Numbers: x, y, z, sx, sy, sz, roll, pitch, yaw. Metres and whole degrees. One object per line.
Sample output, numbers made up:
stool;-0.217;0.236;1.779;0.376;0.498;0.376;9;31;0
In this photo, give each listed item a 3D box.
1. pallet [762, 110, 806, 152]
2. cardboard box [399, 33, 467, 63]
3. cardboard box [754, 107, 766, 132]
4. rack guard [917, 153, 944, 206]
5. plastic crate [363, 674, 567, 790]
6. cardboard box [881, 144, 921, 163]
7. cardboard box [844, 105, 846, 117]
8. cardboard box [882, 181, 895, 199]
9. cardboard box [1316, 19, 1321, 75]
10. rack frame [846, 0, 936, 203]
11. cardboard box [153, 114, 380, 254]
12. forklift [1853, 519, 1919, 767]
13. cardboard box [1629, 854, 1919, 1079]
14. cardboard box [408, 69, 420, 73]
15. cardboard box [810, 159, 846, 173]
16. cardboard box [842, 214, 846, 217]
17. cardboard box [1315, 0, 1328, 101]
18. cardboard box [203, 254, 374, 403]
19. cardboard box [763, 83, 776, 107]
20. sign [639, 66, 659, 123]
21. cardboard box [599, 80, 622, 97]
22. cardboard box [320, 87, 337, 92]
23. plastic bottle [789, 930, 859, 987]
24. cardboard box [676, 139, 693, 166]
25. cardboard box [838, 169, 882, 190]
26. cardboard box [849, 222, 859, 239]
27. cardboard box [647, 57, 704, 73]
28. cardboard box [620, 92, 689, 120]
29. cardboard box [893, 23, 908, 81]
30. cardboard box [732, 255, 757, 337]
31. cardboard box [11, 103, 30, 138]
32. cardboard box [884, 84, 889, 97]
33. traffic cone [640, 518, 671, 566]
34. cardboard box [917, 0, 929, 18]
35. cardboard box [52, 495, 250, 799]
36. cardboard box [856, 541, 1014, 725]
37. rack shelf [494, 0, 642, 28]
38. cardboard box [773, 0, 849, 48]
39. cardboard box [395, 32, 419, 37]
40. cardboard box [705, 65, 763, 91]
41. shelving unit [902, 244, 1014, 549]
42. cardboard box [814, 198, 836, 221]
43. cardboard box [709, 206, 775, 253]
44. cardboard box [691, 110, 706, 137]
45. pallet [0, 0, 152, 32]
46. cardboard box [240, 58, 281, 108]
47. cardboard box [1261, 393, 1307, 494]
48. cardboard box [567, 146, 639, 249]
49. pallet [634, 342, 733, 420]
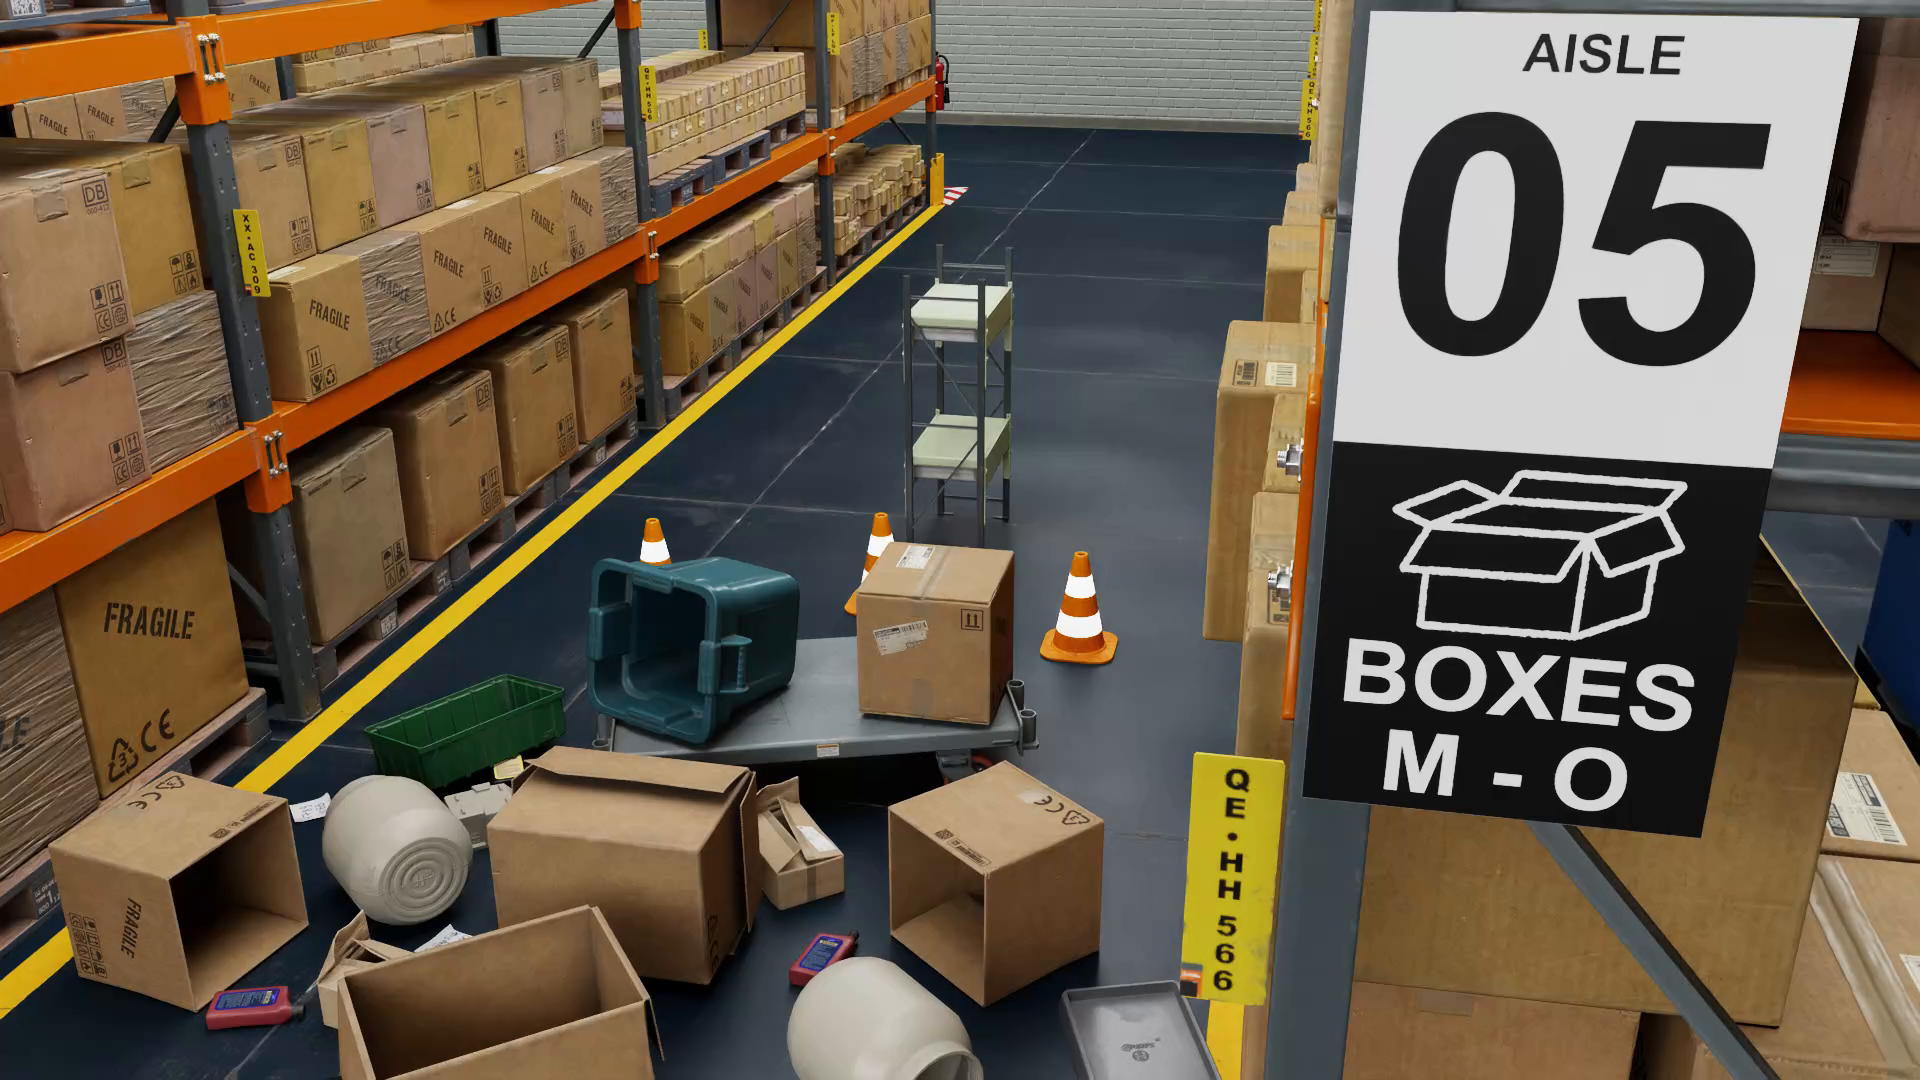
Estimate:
pallet;-1.869;-3.248;13.159;1.003;0.211;1.213;4;22;11
cardboard box;-5.532;-5.168;17.474;0.500;0.250;0.500;4;22;10
cardboard box;-1.665;-3.143;12.417;0.380;0.149;0.250;3;22;9
rack guard;-0.770;-3.881;17.820;1.175;0.500;0.348;4;22;11
plastic crate;-1.956;0.762;6.634;0.450;0.188;0.662;7;21;42
cardboard box;-0.614;-4.003;17.236;0.380;0.149;0.250;5;22;12
cardboard box;-1.209;-3.769;14.533;0.380;0.149;0.250;3;22;9
cardboard box;-0.850;-3.391;16.113;0.380;0.149;0.250;6;23;14
cardboard box;2.925;-3.636;12.394;0.500;0.500;0.500;5;22;12
rack frame;-0.754;-5.068;17.422;1.000;3.000;0.127;4;22;11
cardboard box;-3.004;-1.560;7.239;0.700;0.500;0.500;4;22;10
forklift;3.961;-0.071;5.107;1.130;2.935;3.031;5;22;11
cardboard box;1.216;0.788;2.351;0.500;0.500;0.500;4;22;10
cardboard box;-5.651;-4.652;16.726;0.380;0.149;0.250;5;22;12
cardboard box;-1.344;-3.660;16.385;0.380;0.149;0.250;5;23;13
cardboard box;-1.219;-2.823;14.704;0.380;0.149;0.250;5;22;11
cardboard box;0.893;-0.917;2.904;0.500;0.250;0.500;5;22;12
cardboard box;-2.832;-0.897;6.933;0.500;0.500;0.500;5;22;12
cardboard box;-1.616;-3.373;12.590;0.380;0.149;0.250;4;22;9
sign;-1.842;-2.638;9.839;0.100;0.325;0.005;4;22;11
cardboard box;-2.523;-3.084;11.473;0.380;0.149;0.250;4;22;11
cardboard box;-5.966;-4.082;15.311;0.380;0.149;0.250;4;22;9
plastic bottle;-0.435;1.353;5.412;0.133;0.061;0.283;8;23;20
cardboard box;-1.988;-2.565;10.983;0.380;0.149;0.250;6;23;14
cardboard box;-0.953;-3.433;15.821;0.380;0.149;0.250;5;22;11
cardboard box;-1.127;-2.778;14.991;0.380;0.149;0.250;4;22;11
cardboard box;-2.207;-3.654;12.890;0.380;0.149;0.250;5;22;11
cardboard box;-1.996;-2.838;10.864;0.380;0.149;0.250;4;22;11
cardboard box;-0.798;-4.694;15.962;0.500;0.500;0.500;5;22;11
cardboard box;-1.793;-1.789;12.064;0.500;0.500;0.500;4;22;10
cardboard box;-6.856;-2.761;11.559;0.500;0.500;0.500;5;22;12
cardboard box;-0.893;-4.346;15.966;0.380;0.149;0.250;4;22;9
traffic cone;-1.451;0.122;7.931;0.336;0.463;0.334;4;22;11
cardboard box;-0.604;-5.530;16.698;0.500;0.500;0.500;4;22;10
cardboard box;-3.399;0.336;6.286;0.875;0.875;0.875;5;22;12
cardboard box;-0.085;0.345;6.315;0.500;0.500;0.500;4;22;11
rack shelf;-1.978;-3.931;11.547;1.077;0.370;4.000;4;22;11
cardboard box;-1.240;-4.400;13.892;0.500;0.500;0.500;5;22;12
cardboard box;-6.053;-5.561;17.446;0.500;0.500;0.500;4;22;10
cardboard box;-1.677;-3.419;12.306;0.380;0.149;0.250;4;22;9
shelving unit;-0.001;-0.693;8.567;0.431;1.500;0.755;4;22;11
cardboard box;-1.297;-2.864;14.406;0.380;0.149;0.250;5;23;13
cardboard box;-1.687;-2.315;12.367;0.500;0.250;0.500;3;22;9
cardboard box;-1.936;-2.809;11.190;0.380;0.149;0.250;5;22;11
pallet;-3.380;-1.731;5.240;1.003;0.211;1.213;4;22;11
cardboard box;-6.233;-3.875;14.325;0.500;0.500;0.500;5;22;11
cardboard box;0.849;0.088;2.750;0.700;0.500;0.500;5;22;11
cardboard box;-2.215;-2.003;9.679;0.500;0.500;0.500;4;22;11
pallet;-2.226;-1.134;11.388;1.003;0.211;1.213;4;22;11
